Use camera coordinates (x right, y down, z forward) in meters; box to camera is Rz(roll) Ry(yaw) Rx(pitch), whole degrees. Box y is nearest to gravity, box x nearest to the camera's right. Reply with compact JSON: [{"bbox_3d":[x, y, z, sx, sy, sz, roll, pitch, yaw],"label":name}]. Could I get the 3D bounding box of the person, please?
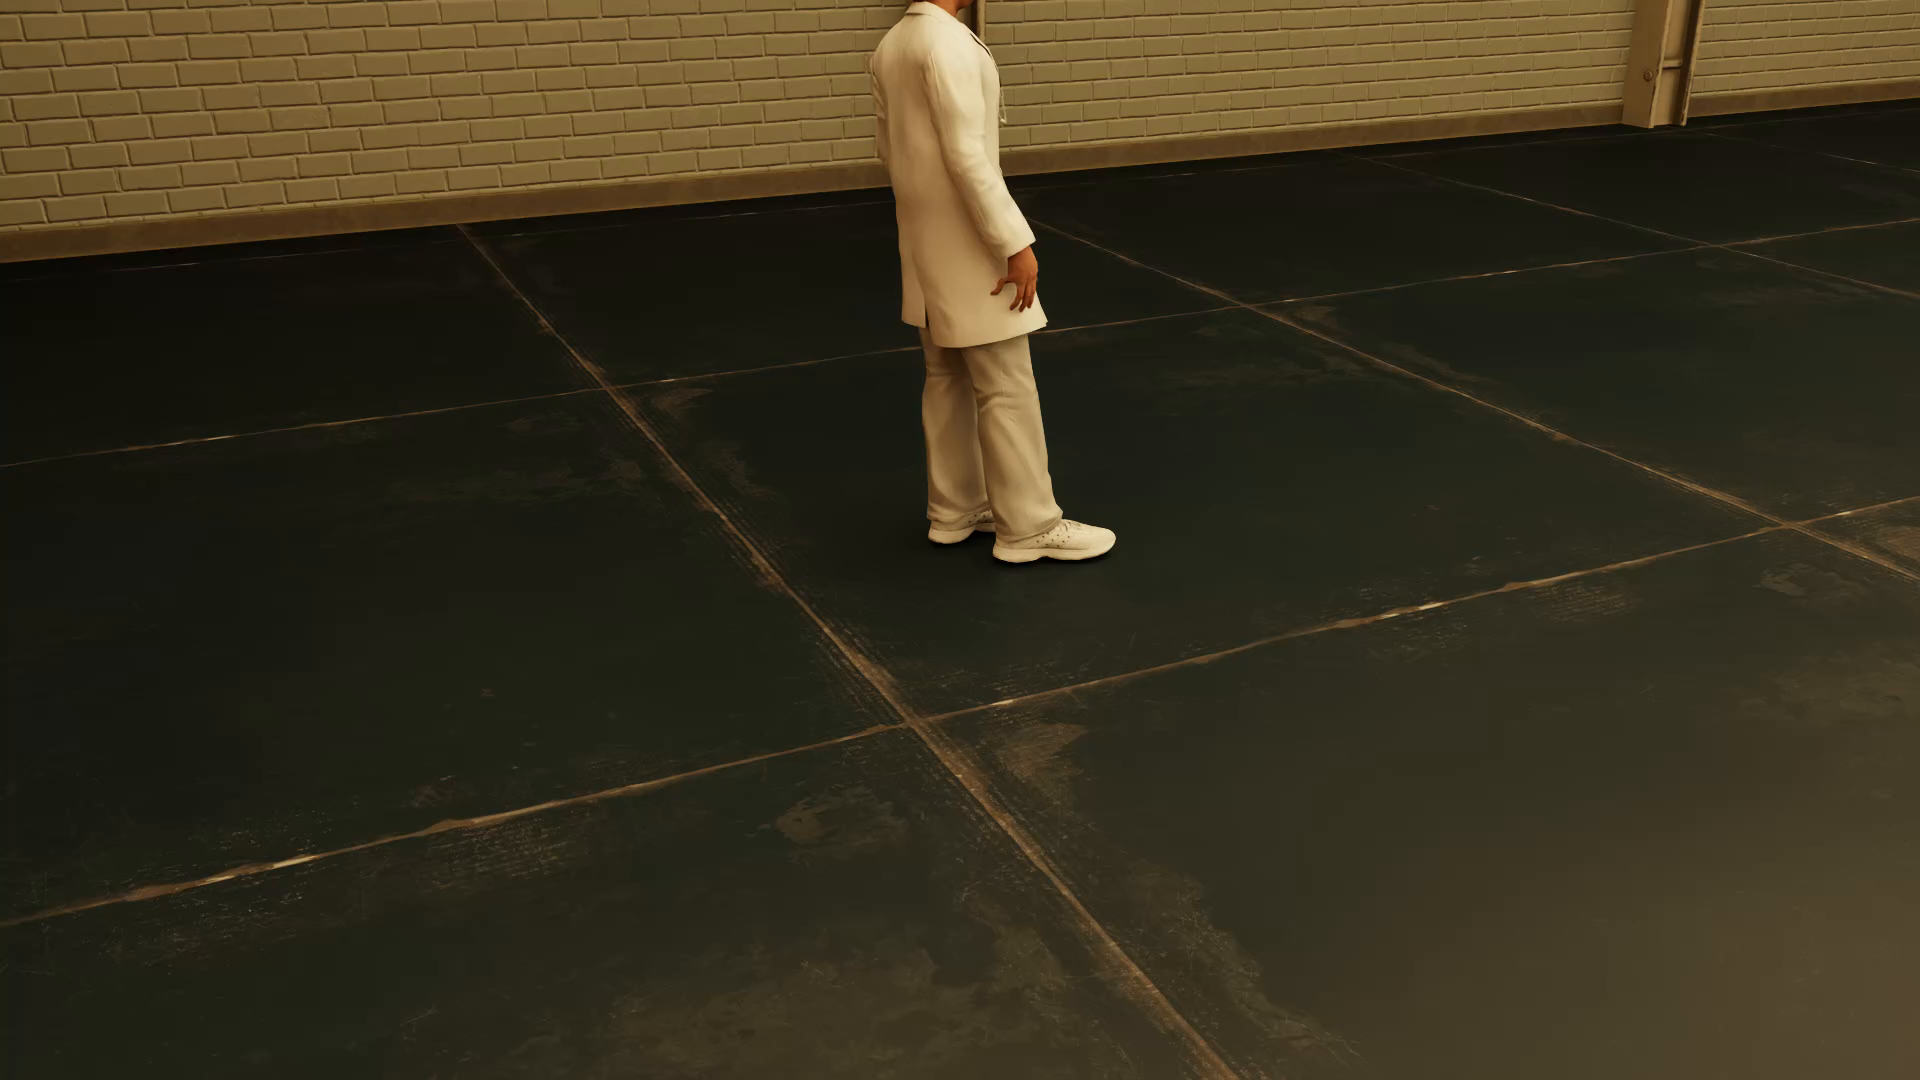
[{"bbox_3d":[0.084,-0.840,4.794,0.581,1.775,0.696,-10,25,-23],"label":"person"}]
